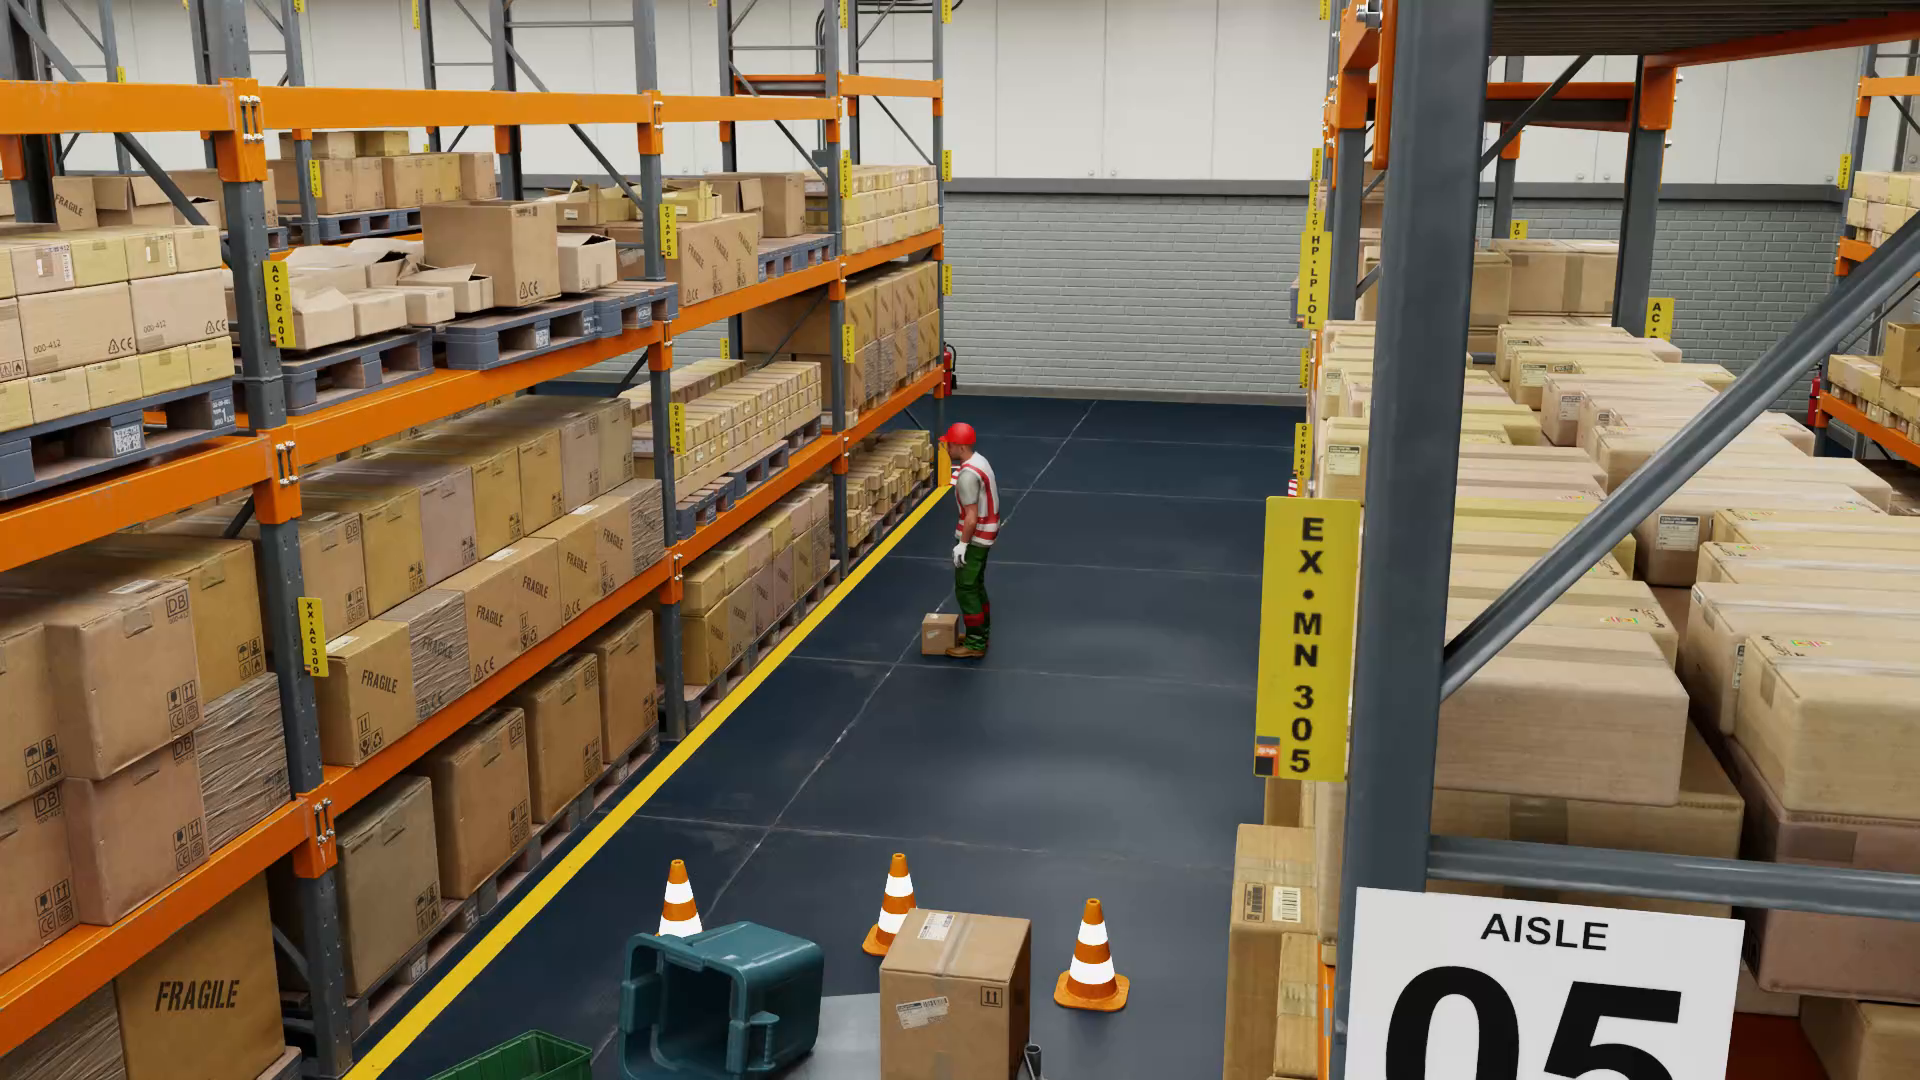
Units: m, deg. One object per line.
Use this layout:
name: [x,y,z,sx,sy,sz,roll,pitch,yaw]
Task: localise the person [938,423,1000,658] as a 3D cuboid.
person: [0.068,-0.003,12.497,0.454,1.776,0.621,3,15,10]
